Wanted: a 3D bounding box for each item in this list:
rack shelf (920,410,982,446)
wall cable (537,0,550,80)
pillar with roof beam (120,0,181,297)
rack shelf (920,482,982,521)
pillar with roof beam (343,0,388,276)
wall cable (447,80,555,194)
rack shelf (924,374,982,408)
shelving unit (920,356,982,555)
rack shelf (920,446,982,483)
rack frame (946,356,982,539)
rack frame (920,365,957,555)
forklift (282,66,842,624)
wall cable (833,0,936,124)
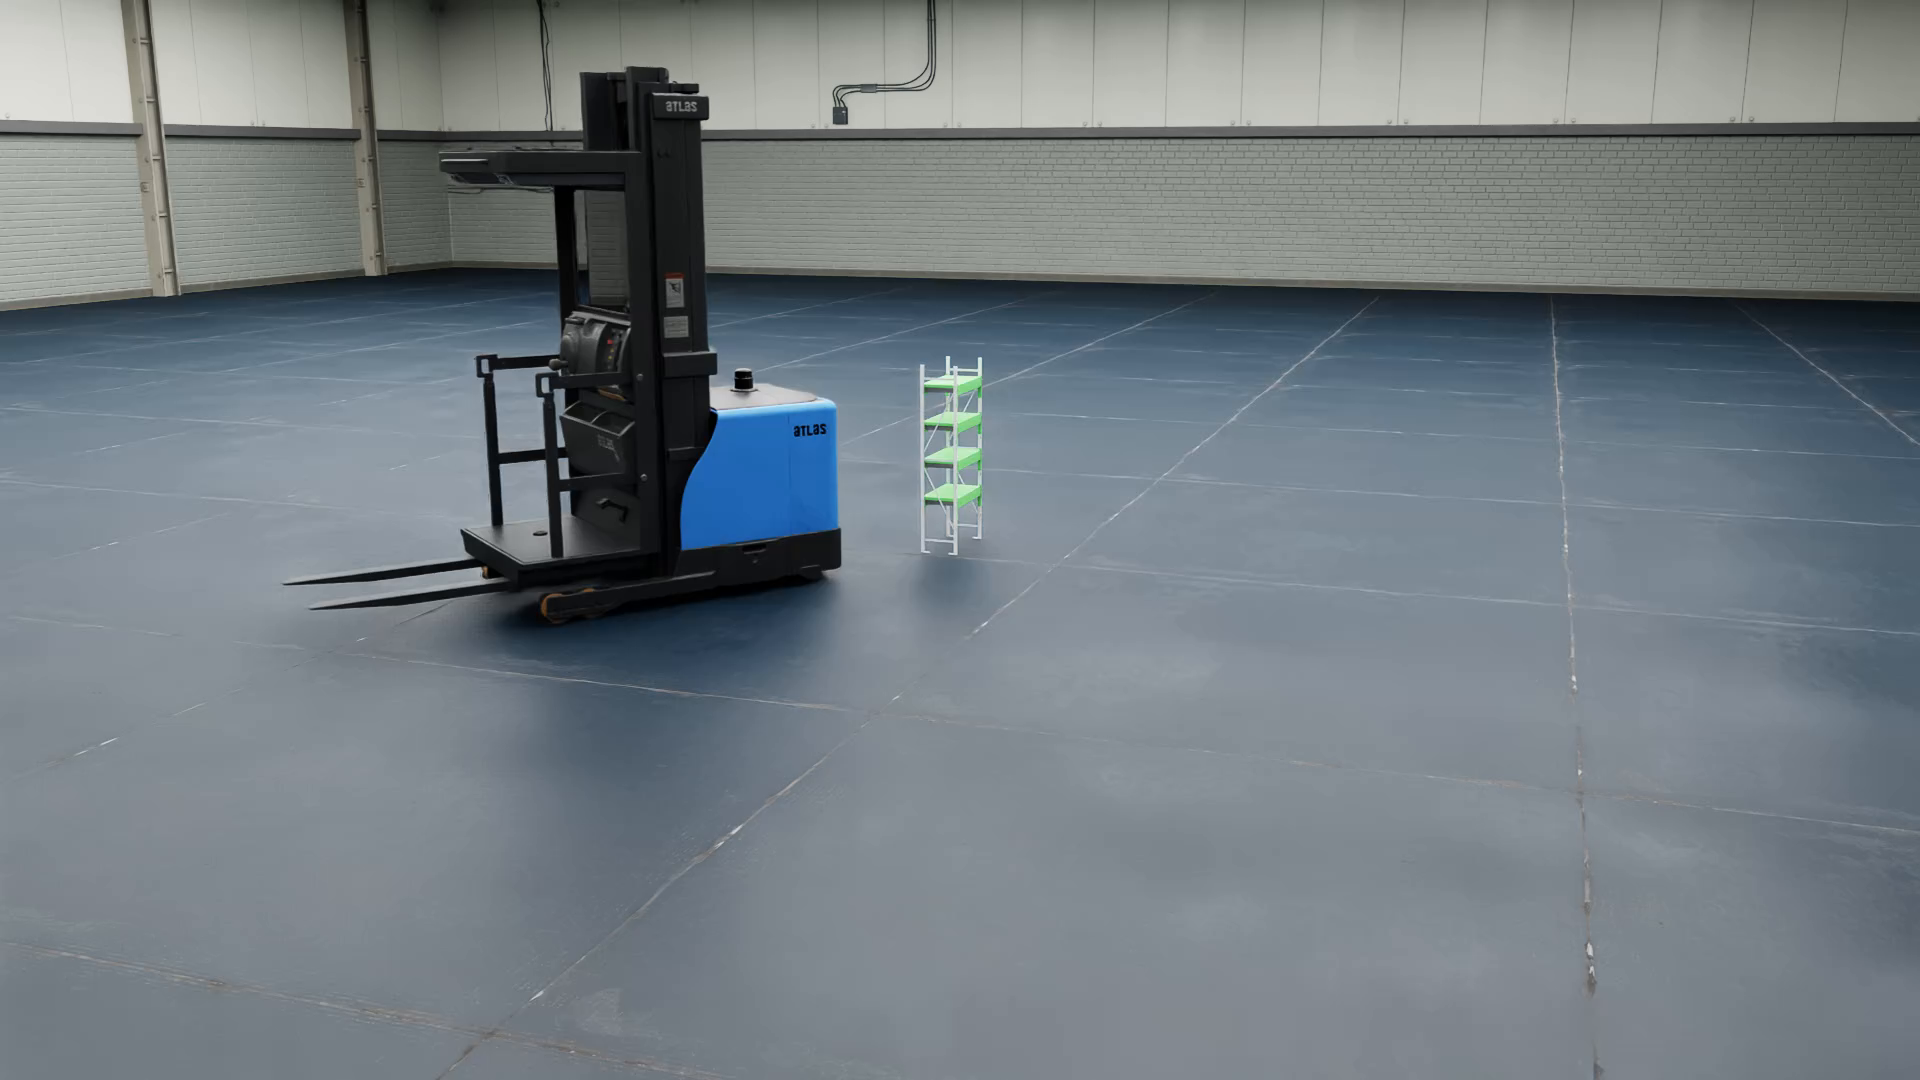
[{"bbox_3d":[-0.054,-0.722,10.663,0.258,0.148,0.480,4,14,18],"label":"rack shelf"},{"bbox_3d":[-8.017,-11.465,36.624,3.097,2.526,0.112,4,14,18],"label":"wall cable"},{"bbox_3d":[-10.649,-8.613,28.501,9.100,9.000,0.400,4,14,18],"label":"pillar with roof beam"},{"bbox_3d":[-0.054,-0.254,10.769,0.258,0.148,0.480,4,14,18],"label":"rack shelf"},{"bbox_3d":[-8.708,-9.876,34.036,9.100,9.000,0.400,4,14,18],"label":"pillar with roof beam"},{"bbox_3d":[-10.577,-9.197,38.040,3.097,2.526,0.112,4,14,18],"label":"wall cable"},{"bbox_3d":[-0.054,-0.956,10.609,0.258,0.148,0.480,4,14,18],"label":"rack shelf"},{"bbox_3d":[-0.054,-0.550,10.702,0.258,1.200,0.503,4,14,18],"label":"shelving unit"},{"bbox_3d":[-0.054,-0.488,10.716,0.258,0.148,0.480,4,14,18],"label":"rack shelf"},{"bbox_3d":[0.025,-0.601,10.927,0.240,1.200,0.015,4,14,18],"label":"rack frame"},{"bbox_3d":[-0.133,-0.499,10.477,0.240,1.200,0.015,4,14,18],"label":"rack frame"},{"bbox_3d":[-2.222,-1.109,9.259,3.031,2.935,1.130,-8,15,-33],"label":"forklift"},{"bbox_3d":[-1.599,-11.682,34.306,2.305,6.003,0.169,4,14,18],"label":"wall cable"}]
